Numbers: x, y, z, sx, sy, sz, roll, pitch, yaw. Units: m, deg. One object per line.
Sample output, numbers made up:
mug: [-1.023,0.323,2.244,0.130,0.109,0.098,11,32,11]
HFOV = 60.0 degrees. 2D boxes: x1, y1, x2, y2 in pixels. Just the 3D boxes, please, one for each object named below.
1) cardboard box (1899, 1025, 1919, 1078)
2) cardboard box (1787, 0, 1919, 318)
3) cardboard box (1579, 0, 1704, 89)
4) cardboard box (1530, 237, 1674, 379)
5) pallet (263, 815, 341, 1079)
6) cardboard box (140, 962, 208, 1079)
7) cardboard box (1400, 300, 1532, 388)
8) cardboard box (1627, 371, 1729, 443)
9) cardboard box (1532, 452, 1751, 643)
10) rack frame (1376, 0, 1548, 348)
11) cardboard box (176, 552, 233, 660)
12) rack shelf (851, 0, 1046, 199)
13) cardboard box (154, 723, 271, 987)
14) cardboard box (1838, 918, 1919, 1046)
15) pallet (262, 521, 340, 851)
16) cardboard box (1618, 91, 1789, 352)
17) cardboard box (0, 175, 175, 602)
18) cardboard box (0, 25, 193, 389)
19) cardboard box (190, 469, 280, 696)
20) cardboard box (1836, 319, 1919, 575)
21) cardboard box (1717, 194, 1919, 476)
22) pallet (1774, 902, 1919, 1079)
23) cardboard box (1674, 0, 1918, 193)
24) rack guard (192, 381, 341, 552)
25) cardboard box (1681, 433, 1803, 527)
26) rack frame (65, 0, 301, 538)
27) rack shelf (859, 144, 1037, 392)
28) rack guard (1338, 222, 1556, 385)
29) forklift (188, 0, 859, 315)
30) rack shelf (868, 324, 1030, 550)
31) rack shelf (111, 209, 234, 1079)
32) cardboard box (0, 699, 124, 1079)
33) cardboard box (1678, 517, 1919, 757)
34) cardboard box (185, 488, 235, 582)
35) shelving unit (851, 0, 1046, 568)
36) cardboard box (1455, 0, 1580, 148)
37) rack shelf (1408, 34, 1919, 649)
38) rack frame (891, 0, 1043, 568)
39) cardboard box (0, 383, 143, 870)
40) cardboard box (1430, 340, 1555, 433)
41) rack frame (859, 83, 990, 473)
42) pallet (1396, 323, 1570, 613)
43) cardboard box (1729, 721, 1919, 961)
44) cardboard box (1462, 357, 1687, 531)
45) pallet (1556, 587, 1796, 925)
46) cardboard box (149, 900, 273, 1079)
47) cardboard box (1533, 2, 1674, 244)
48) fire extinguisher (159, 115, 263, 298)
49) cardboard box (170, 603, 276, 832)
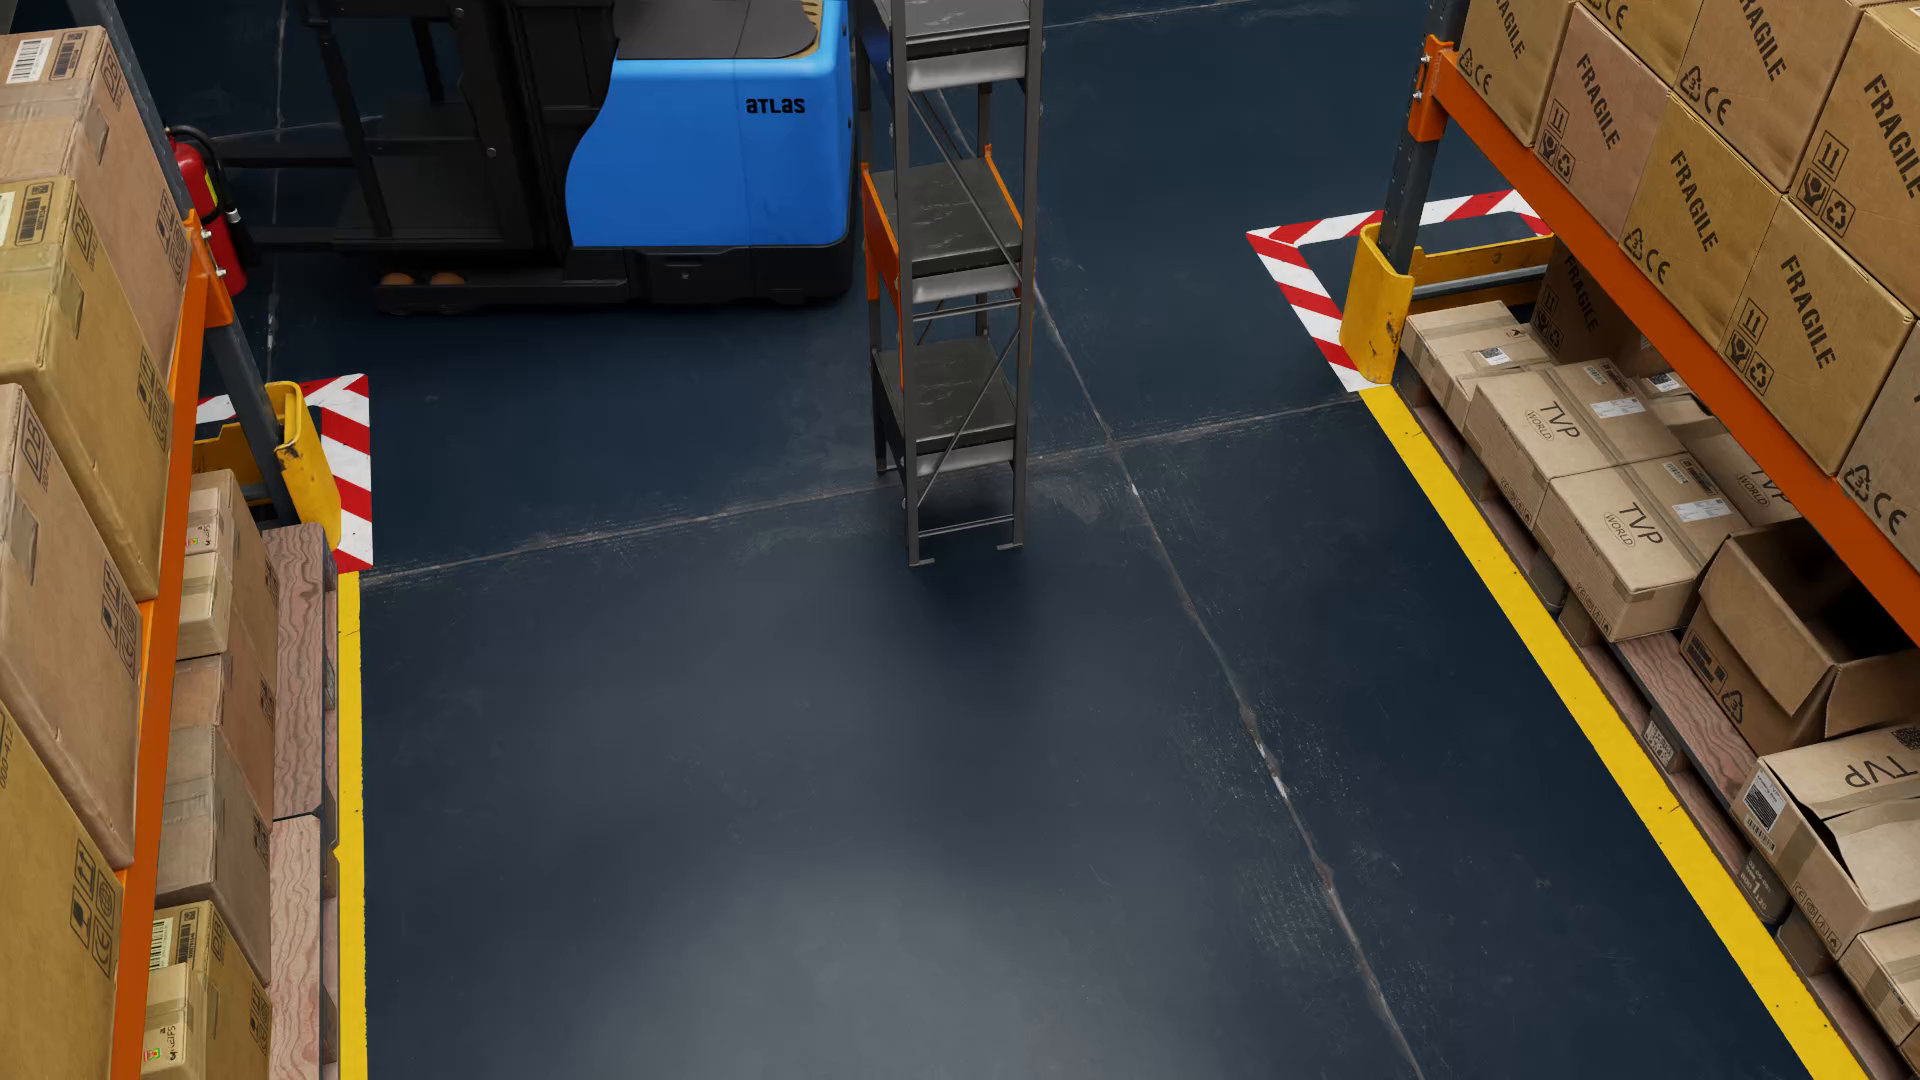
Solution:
cardboard box: [2.663,1.232,3.885,0.500,0.500,0.500,-11,47,-10]
cardboard box: [2.313,-0.883,3.745,0.500,0.500,0.500,-11,47,-11]
cardboard box: [2.059,-1.580,4.428,0.500,0.500,0.500,-10,46,-10]
cardboard box: [2.437,-0.858,5.933,0.500,0.500,0.500,-11,47,-10]
pallet: [-2.139,1.354,4.276,1.003,0.211,1.213,-11,47,-10]
cardboard box: [-1.842,1.096,3.577,0.380,0.149,0.250,-12,47,-11]
cardboard box: [1.834,-0.713,6.037,0.380,0.149,0.250,-11,47,-10]
cardboard box: [2.453,-0.445,5.762,0.380,0.166,0.250,-11,47,-10]
cardboard box: [2.180,0.017,5.250,0.500,0.250,0.500,-11,47,-10]
rack frame: [2.059,-1.909,5.521,1.000,3.000,0.127,-11,47,-10]
cardboard box: [-2.177,0.197,4.459,0.380,0.149,0.250,-10,46,-9]
rack shelf: [-0.042,-1.330,4.622,0.431,0.518,0.480,-11,47,-10]
cardboard box: [-2.195,0.885,4.239,0.700,0.500,0.500,-12,47,-12]
cardboard box: [2.509,1.107,4.253,0.380,0.149,0.250,-11,47,-10]
pallet: [-2.448,0.513,5.100,1.003,0.211,1.213,-11,47,-10]
cardboard box: [2.181,-0.887,4.449,0.500,0.500,0.500,-11,47,-10]
cardboard box: [-2.391,-0.255,3.690,0.980,0.700,0.700,-11,47,-11]
cardboard box: [-2.588,-0.756,4.180,0.980,0.700,0.700,-9,46,-9]
cardboard box: [-2.452,0.192,4.918,0.700,0.500,0.500,-11,47,-10]
cardboard box: [2.440,-0.191,3.767,0.500,0.500,0.500,-10,46,-9]
cardboard box: [2.307,-0.542,4.111,0.500,0.500,0.500,-10,46,-10]
pallet: [2.908,1.354,4.275,1.003,0.211,1.213,-11,47,-10]
cardboard box: [2.183,-1.234,4.089,0.500,0.500,0.500,-10,46,-10]
rack guard: [-2.734,-0.143,5.540,1.175,0.500,0.348,-11,47,-10]
cardboard box: [2.651,-0.109,5.374,0.500,0.250,0.500,-11,47,-10]
rack frame: [-2.728,-1.001,4.631,1.000,3.000,0.127,-11,47,-10]
rack shelf: [-0.042,-0.840,5.122,0.431,0.518,0.480,-11,47,-10]
rack guard: [2.079,-0.982,6.362,1.175,0.500,0.348,-11,47,-10]
forklift: [-1.953,-2.303,5.955,3.031,2.935,1.130,0,46,0]
rack shelf: [-0.042,-0.350,5.622,0.431,0.518,0.480,-11,47,-10]
rack shelf: [-2.216,0.632,3.534,1.077,0.370,4.000,-11,47,-10]
cardboard box: [-2.009,0.773,2.682,0.980,0.700,0.700,-12,47,-11]
cardboard box: [2.597,0.276,4.819,0.797,0.503,0.637,-11,47,-10]
cardboard box: [-2.243,0.020,4.632,0.380,0.149,0.250,-11,47,-11]
shelving unit: [-0.042,-0.849,5.112,0.431,2.100,0.503,-11,47,-10]
cardboard box: [1.918,-1.590,5.138,0.500,0.500,0.500,-10,46,-9]
rack shelf: [2.571,-0.277,4.425,1.077,0.370,4.000,-11,47,-10]
rack frame: [0.020,-0.681,4.947,0.400,2.100,0.015,-11,47,-10]
cardboard box: [-2.205,0.273,3.173,0.980,0.700,0.700,-13,47,-12]
cardboard box: [1.898,-0.547,5.862,0.380,0.166,0.250,-11,47,-10]
rack frame: [-0.105,-1.018,5.277,0.400,2.100,0.015,-11,47,-10]
pallet: [2.284,-0.330,5.926,1.003,0.211,1.213,-11,47,-10]
cardboard box: [2.471,0.780,4.460,0.500,0.311,0.500,-11,47,-10]
cardboard box: [2.052,-0.328,5.589,0.500,0.250,0.500,-11,47,-10]
pallet: [2.593,0.510,5.102,1.003,0.211,1.213,-11,47,-10]
cardboard box: [-2.051,1.251,3.880,0.700,0.500,0.500,-10,46,-9]
cardboard box: [2.055,-1.234,4.790,0.500,0.500,0.500,-11,47,-11]
fire extinguisher: [-2.321,-1.032,4.976,0.296,0.674,0.183,-11,47,-10]
cardboard box: [-2.324,0.537,4.579,0.700,0.500,0.500,-11,47,-10]
